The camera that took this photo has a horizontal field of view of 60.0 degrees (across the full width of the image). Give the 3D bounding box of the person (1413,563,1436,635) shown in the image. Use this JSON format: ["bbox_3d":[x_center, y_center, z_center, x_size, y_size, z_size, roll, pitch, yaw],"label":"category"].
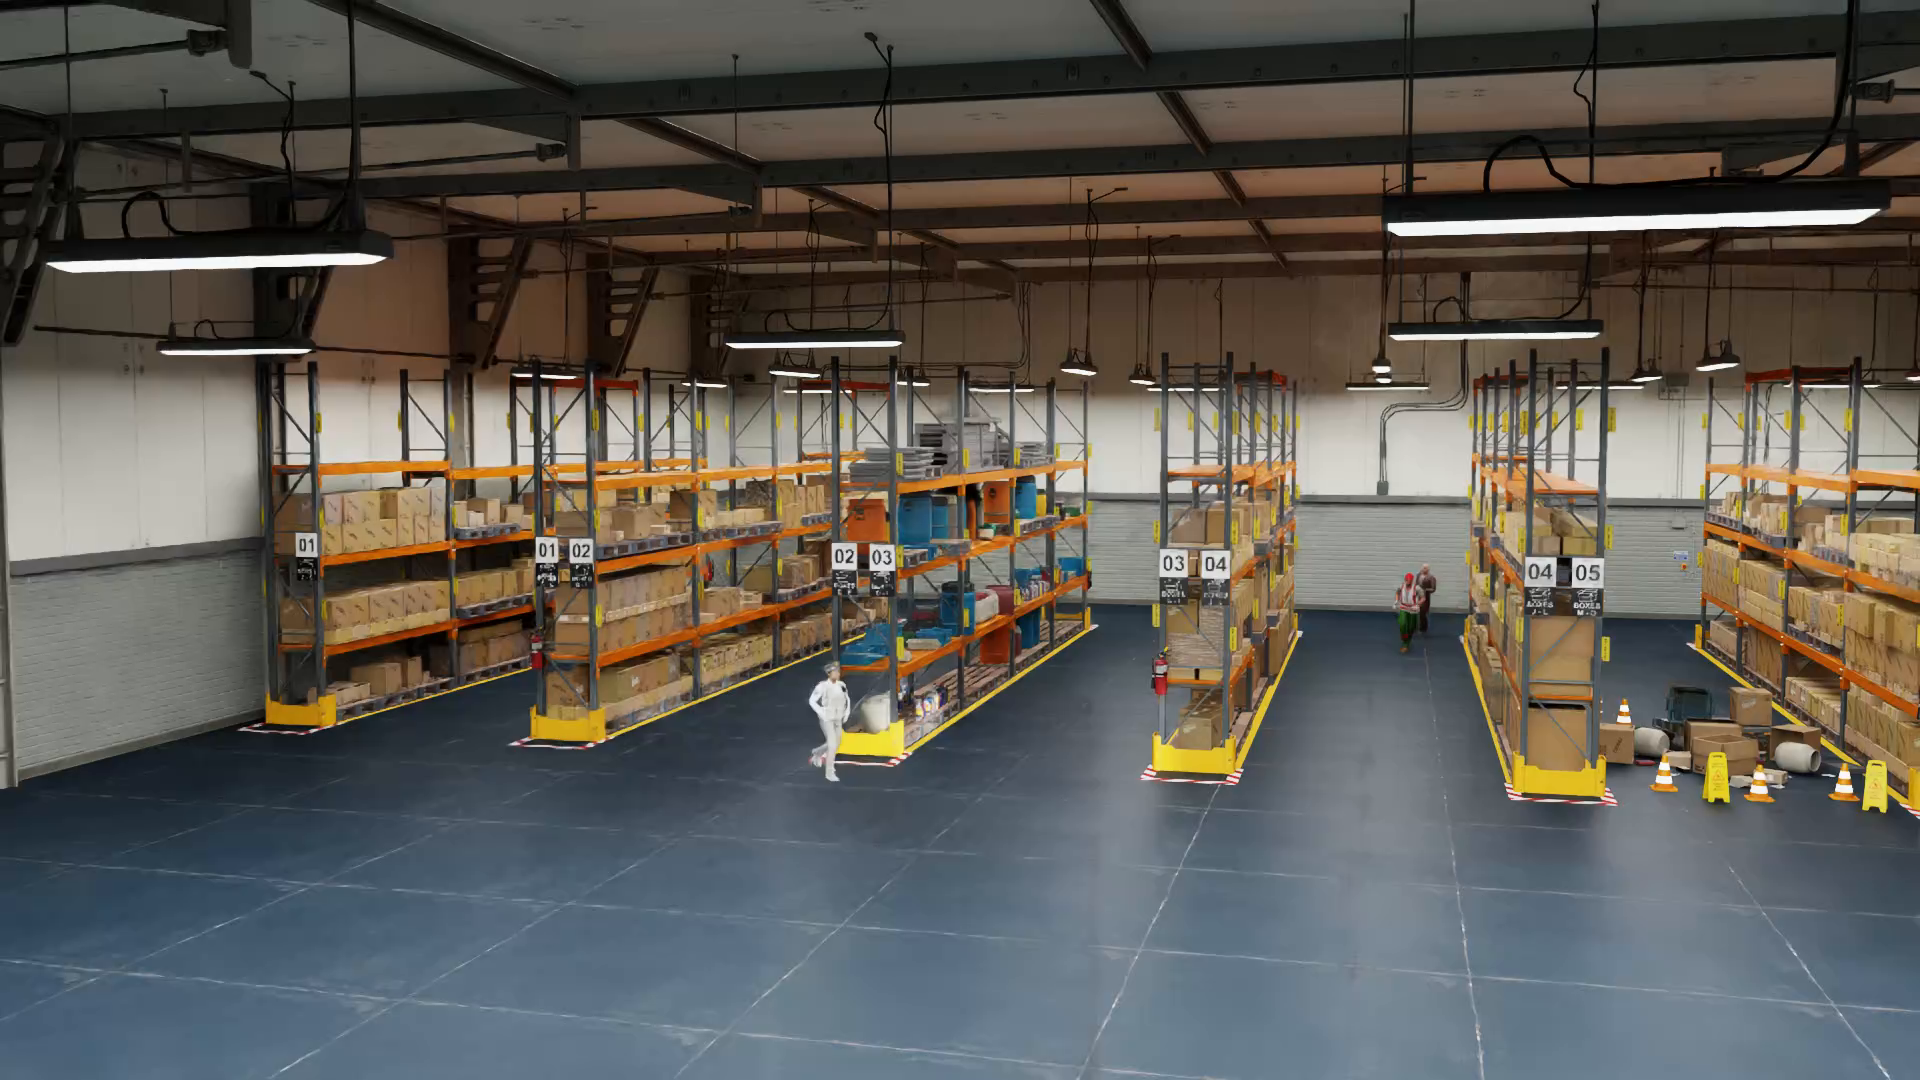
[{"bbox_3d":[10.785,1.427,38.648,0.769,1.807,0.730,-4,5,-42],"label":"person"}]

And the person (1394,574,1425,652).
[{"bbox_3d":[9.915,1.591,36.590,0.669,1.768,0.913,2,5,28],"label":"person"}]

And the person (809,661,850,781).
[{"bbox_3d":[-1.850,2.544,23.563,0.655,1.673,0.672,-3,5,-39],"label":"person"}]
